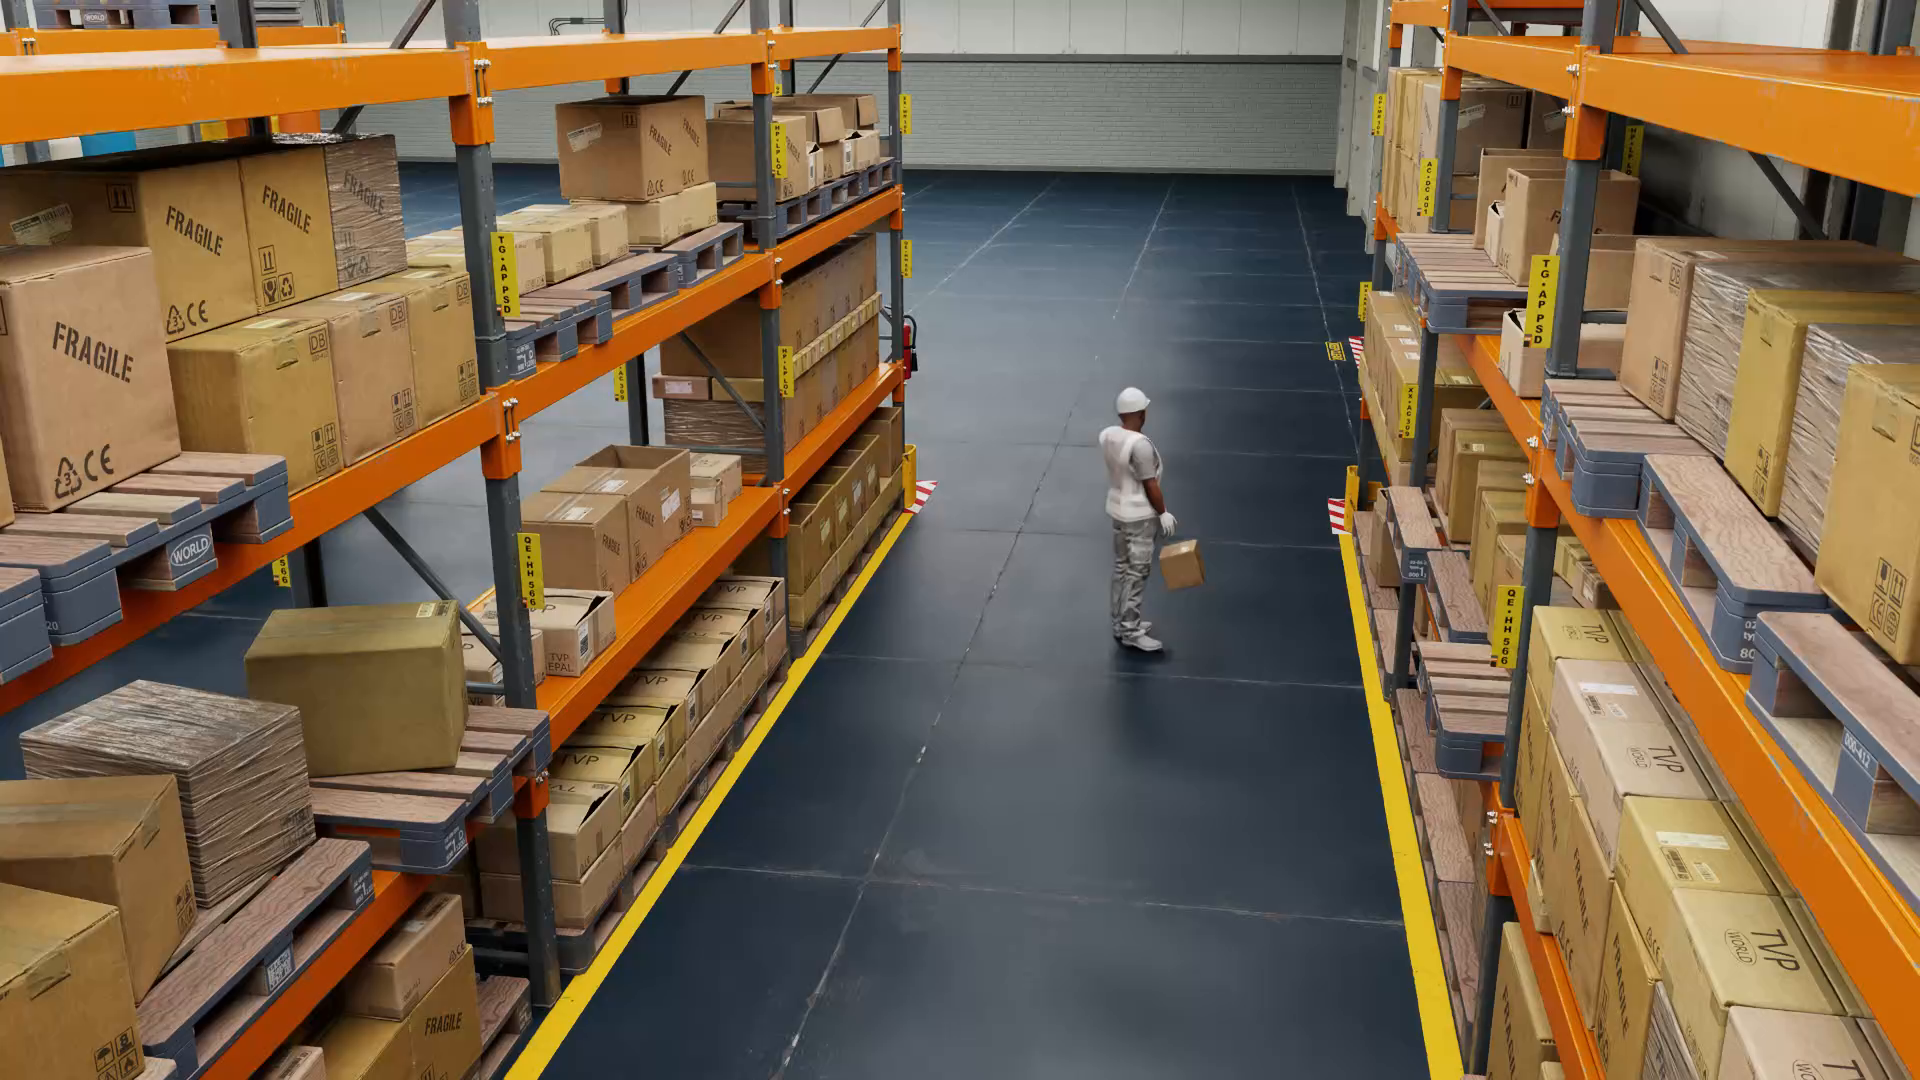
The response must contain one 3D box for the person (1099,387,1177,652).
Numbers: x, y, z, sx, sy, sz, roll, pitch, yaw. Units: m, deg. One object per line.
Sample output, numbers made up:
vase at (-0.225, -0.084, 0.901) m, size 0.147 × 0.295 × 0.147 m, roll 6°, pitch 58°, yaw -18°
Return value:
person at (1.236, -0.163, 11.485) m, size 0.419 × 1.782 × 0.625 m, roll -6°, pitch 19°, yaw -19°
